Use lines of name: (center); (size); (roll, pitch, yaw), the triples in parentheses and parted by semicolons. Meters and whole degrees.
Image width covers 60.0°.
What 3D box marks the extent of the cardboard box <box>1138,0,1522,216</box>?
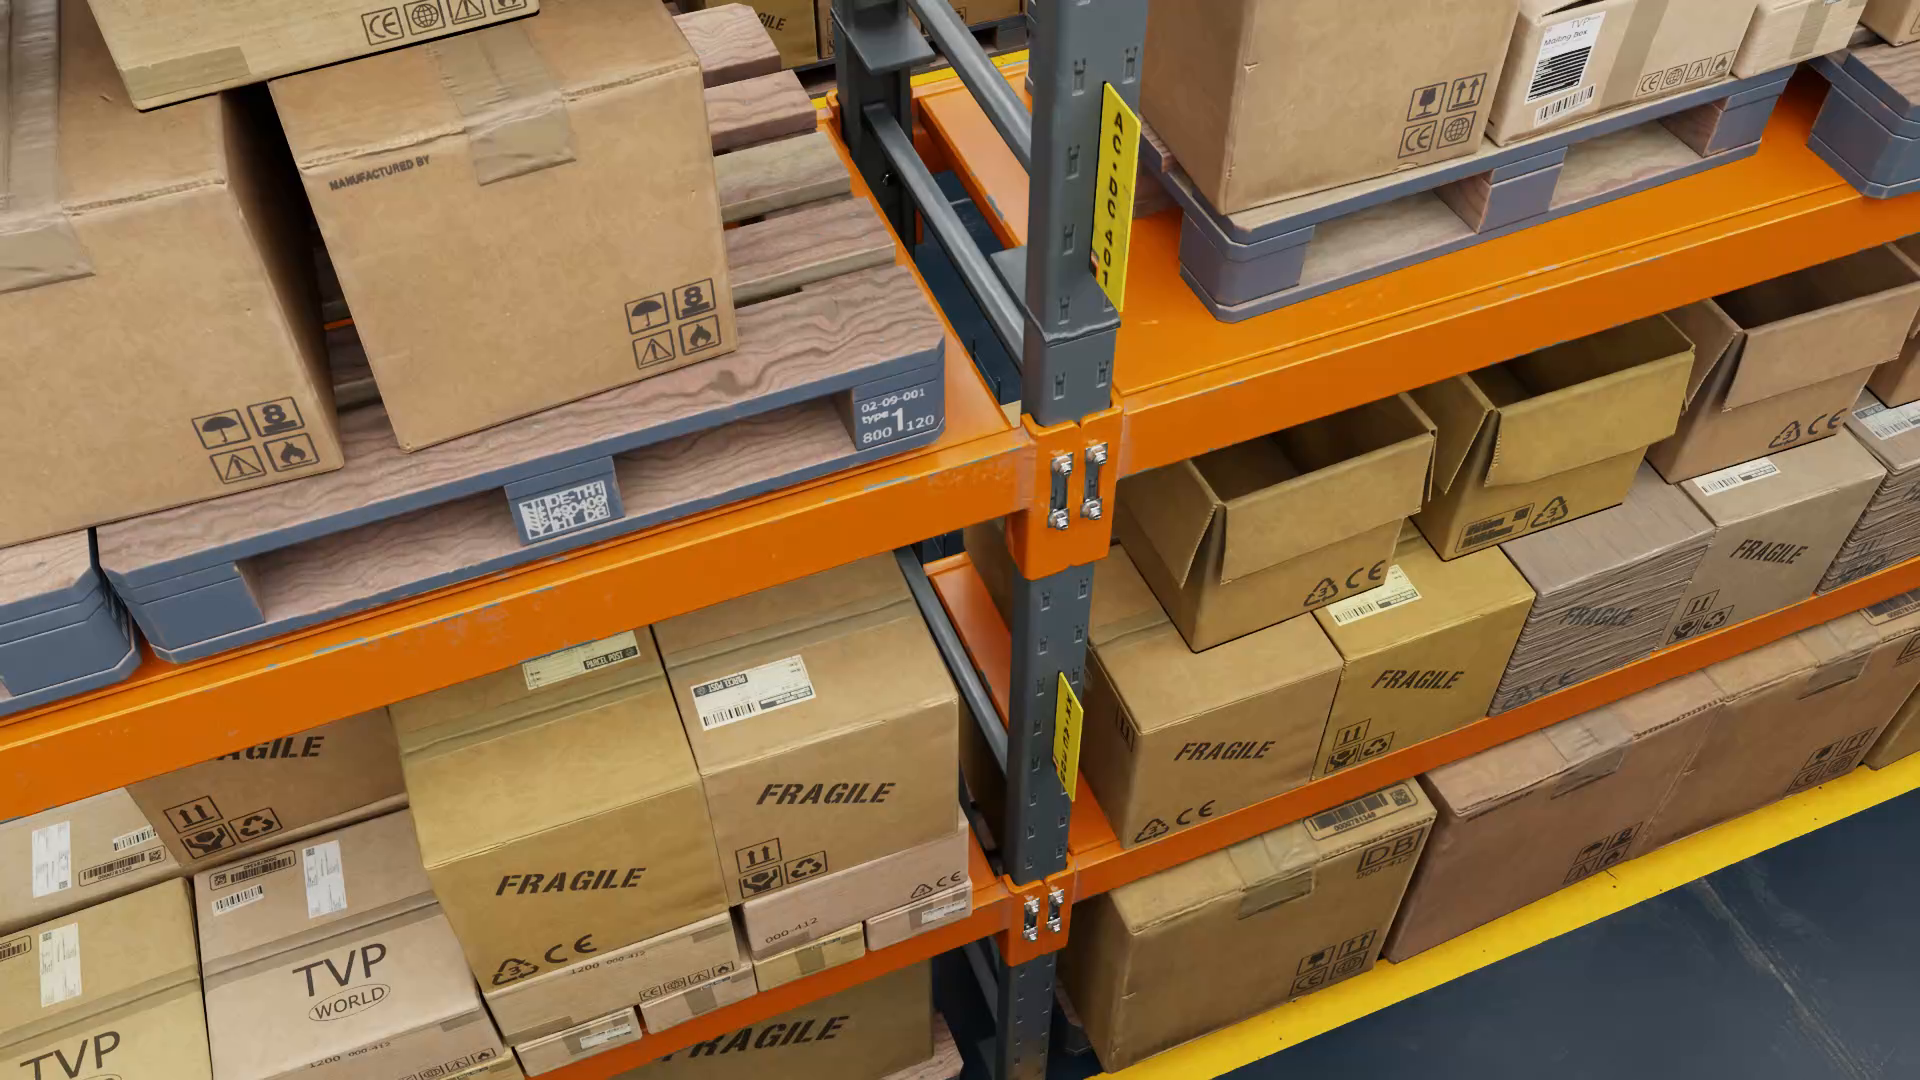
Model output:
cardboard box: (0.535, -1.006, 2.817); (0.500, 0.500, 0.700); (-16, 51, -13)

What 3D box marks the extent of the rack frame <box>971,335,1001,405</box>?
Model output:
rack frame: (0.087, -0.320, 5.932); (0.006, 0.900, 0.240); (-17, 52, -14)

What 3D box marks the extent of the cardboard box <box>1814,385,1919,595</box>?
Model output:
cardboard box: (2.399, -0.260, 4.430); (0.500, 0.500, 0.500); (-19, 52, -15)

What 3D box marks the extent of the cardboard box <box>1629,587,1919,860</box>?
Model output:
cardboard box: (2.230, 0.156, 5.263); (0.875, 0.875, 1.225); (-17, 51, -14)

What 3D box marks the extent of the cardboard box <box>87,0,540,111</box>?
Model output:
cardboard box: (-0.871, -0.844, 2.117); (0.500, 0.250, 0.500); (-20, 52, -17)

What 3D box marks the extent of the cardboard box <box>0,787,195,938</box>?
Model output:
cardboard box: (-1.931, 0.645, 3.622); (0.500, 0.250, 0.500); (-17, 51, -14)

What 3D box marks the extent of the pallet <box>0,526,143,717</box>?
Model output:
pallet: (-1.887, -0.060, 2.405); (1.213, 0.211, 1.003); (-17, 52, -14)

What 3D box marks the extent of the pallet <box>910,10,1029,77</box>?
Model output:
pallet: (0.072, -2.867, 8.573); (1.213, 0.211, 1.003); (-17, 52, -14)

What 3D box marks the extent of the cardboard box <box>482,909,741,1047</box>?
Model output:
cardboard box: (-0.786, 0.727, 3.551); (0.500, 0.250, 0.500); (-16, 51, -13)

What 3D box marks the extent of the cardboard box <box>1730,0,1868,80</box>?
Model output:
cardboard box: (1.437, -1.040, 3.077); (0.250, 0.149, 0.380); (-19, 52, -16)

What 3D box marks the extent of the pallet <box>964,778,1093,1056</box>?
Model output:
pallet: (0.688, 0.948, 5.296); (1.213, 0.211, 1.003); (-17, 52, -14)

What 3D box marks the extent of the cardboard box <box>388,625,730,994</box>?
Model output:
cardboard box: (-0.788, 0.482, 3.267); (0.500, 0.500, 0.500); (-17, 51, -14)

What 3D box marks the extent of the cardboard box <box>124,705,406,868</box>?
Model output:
cardboard box: (-1.477, 0.268, 3.451); (0.500, 0.500, 0.500); (-19, 52, -15)

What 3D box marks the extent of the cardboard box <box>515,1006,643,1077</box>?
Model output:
cardboard box: (-0.870, 0.935, 3.635); (0.250, 0.149, 0.380); (-16, 51, -14)

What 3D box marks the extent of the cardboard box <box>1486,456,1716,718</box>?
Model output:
cardboard box: (1.451, 0.037, 4.175); (0.500, 0.500, 0.500); (-18, 52, -15)

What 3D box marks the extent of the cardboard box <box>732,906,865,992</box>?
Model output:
cardboard box: (-0.395, 0.788, 3.762); (0.250, 0.149, 0.380); (-16, 51, -14)

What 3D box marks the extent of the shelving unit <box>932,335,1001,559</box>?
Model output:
shelving unit: (-0.008, -0.291, 5.907); (0.210, 0.900, 0.258); (-17, 52, -14)

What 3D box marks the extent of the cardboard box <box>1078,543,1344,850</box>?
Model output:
cardboard box: (0.522, 0.325, 3.927); (0.500, 0.500, 0.500); (-17, 51, -14)

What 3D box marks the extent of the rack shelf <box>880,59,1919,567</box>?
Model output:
rack shelf: (1.854, -1.002, 3.631); (4.000, 0.370, 1.077); (-17, 52, -14)

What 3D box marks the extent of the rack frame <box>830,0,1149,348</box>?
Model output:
rack frame: (0.002, -1.640, 1.727); (0.127, 3.000, 1.000); (-17, 52, -14)

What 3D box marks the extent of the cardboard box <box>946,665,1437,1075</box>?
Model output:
cardboard box: (0.587, 0.672, 4.819); (0.875, 0.875, 1.225); (-17, 51, -14)

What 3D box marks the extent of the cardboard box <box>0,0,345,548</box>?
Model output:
cardboard box: (-1.199, -0.447, 2.271); (0.500, 0.500, 0.700); (-15, 51, -12)

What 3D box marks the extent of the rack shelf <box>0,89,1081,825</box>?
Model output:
rack shelf: (-1.850, 0.145, 2.645); (4.000, 0.370, 1.077); (-17, 52, -14)

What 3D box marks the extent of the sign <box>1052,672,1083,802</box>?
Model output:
sign: (0.213, 0.396, 3.310); (0.005, 0.325, 0.100); (-17, 52, -14)

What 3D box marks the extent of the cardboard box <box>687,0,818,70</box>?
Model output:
cardboard box: (-0.995, -2.546, 7.830); (0.500, 0.500, 0.500); (-15, 51, -13)

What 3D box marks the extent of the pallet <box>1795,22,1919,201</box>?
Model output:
pallet: (2.095, -1.204, 3.454); (1.213, 0.211, 1.003); (-15, 51, -13)

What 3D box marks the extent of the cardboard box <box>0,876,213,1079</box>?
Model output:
cardboard box: (-1.728, 1.017, 3.302); (0.500, 0.250, 0.500); (-18, 52, -15)

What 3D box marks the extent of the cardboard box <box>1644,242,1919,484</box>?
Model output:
cardboard box: (1.799, -0.612, 4.071); (0.637, 0.503, 0.797); (-16, 51, -13)

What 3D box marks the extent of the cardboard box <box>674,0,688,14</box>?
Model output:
cardboard box: (-1.190, -2.910, 8.143); (0.500, 0.500, 0.500); (-18, 52, -15)

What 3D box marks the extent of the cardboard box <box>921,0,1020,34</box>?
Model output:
cardboard box: (-0.026, -2.859, 8.099); (0.500, 0.500, 0.500); (-16, 51, -14)

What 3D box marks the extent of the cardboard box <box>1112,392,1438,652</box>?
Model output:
cardboard box: (0.590, -0.234, 3.747); (0.637, 0.503, 0.797); (-18, 52, -15)
